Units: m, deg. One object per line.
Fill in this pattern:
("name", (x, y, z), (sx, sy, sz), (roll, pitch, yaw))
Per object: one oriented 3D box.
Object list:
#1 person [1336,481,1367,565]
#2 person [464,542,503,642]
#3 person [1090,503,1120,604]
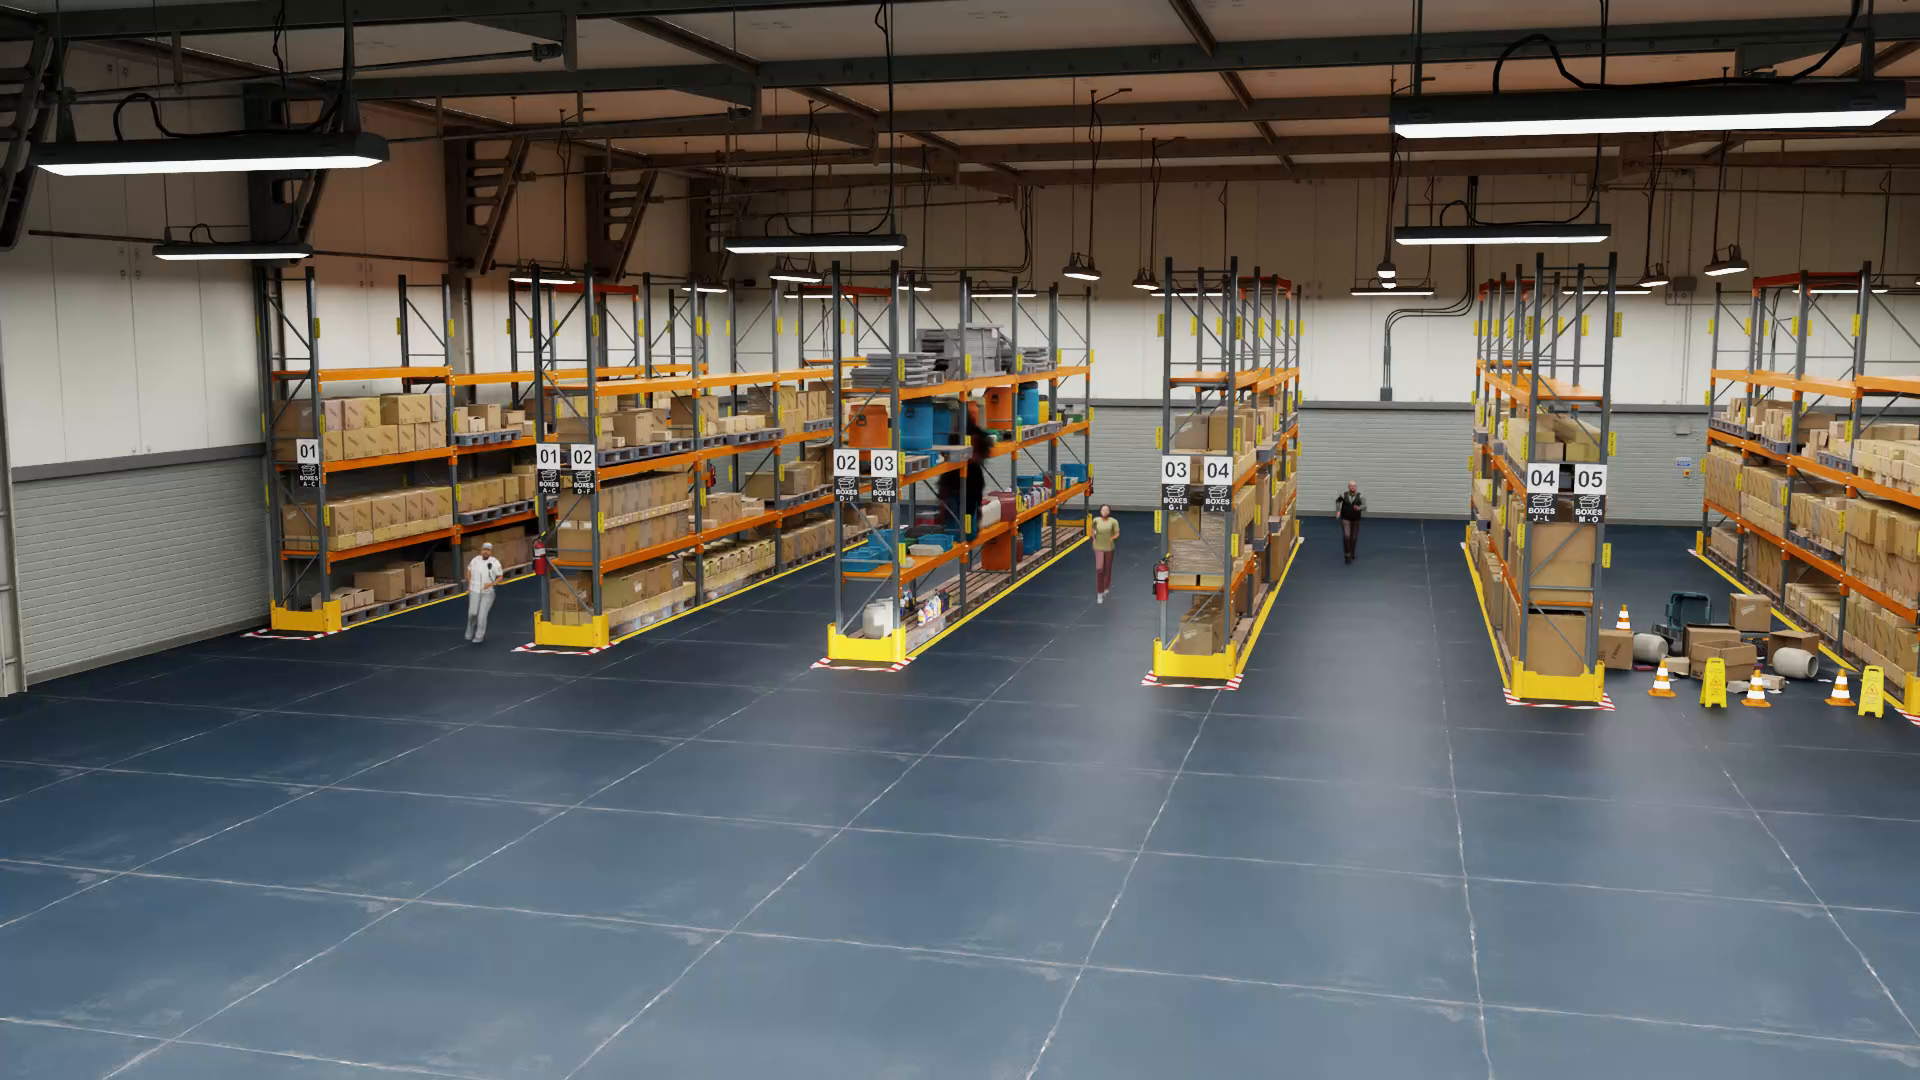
("person", (8.403, -0.387, 35.721), (0.625, 1.775, 0.868), (1, 7, 7))
("person", (-7.634, 0.841, 26.595), (0.643, 1.619, 0.529), (-1, 7, -8))
("person", (2.547, 0.218, 29.220), (0.497, 1.753, 0.784), (0, 7, 2))
